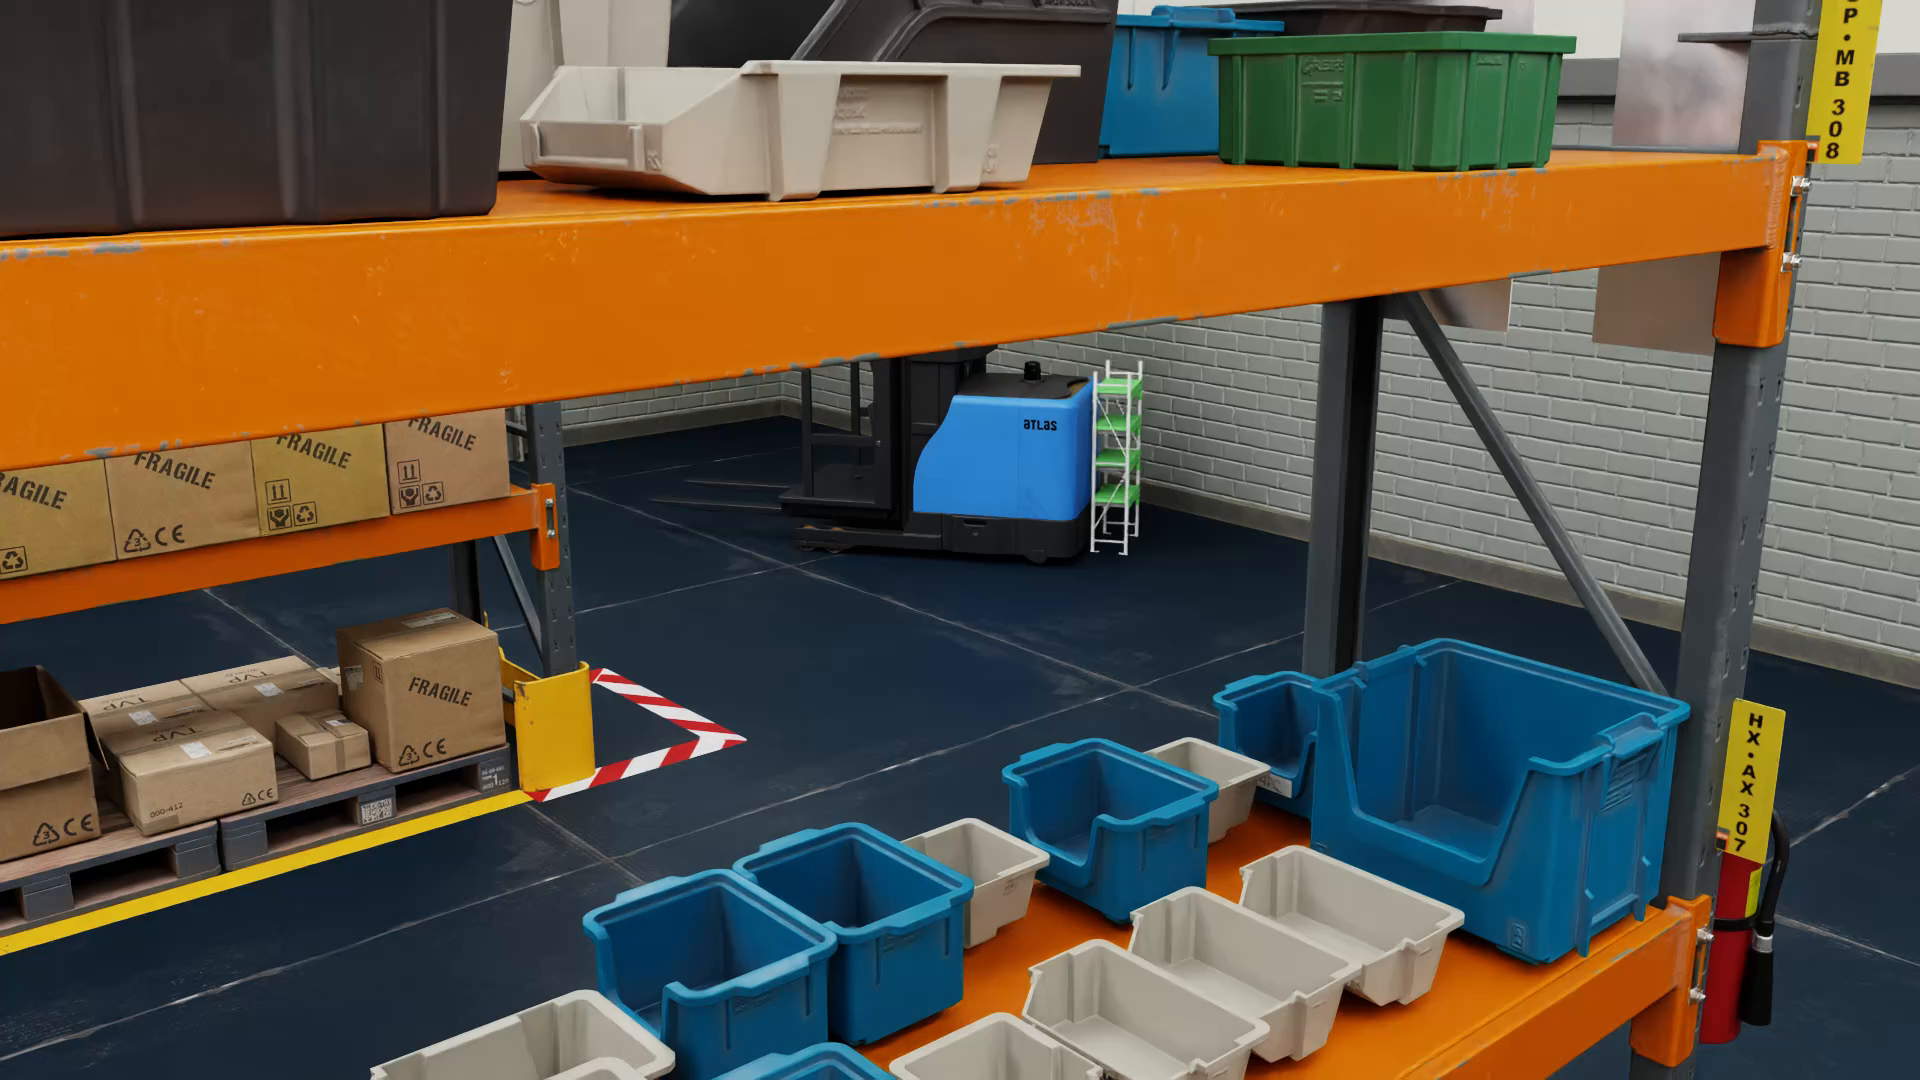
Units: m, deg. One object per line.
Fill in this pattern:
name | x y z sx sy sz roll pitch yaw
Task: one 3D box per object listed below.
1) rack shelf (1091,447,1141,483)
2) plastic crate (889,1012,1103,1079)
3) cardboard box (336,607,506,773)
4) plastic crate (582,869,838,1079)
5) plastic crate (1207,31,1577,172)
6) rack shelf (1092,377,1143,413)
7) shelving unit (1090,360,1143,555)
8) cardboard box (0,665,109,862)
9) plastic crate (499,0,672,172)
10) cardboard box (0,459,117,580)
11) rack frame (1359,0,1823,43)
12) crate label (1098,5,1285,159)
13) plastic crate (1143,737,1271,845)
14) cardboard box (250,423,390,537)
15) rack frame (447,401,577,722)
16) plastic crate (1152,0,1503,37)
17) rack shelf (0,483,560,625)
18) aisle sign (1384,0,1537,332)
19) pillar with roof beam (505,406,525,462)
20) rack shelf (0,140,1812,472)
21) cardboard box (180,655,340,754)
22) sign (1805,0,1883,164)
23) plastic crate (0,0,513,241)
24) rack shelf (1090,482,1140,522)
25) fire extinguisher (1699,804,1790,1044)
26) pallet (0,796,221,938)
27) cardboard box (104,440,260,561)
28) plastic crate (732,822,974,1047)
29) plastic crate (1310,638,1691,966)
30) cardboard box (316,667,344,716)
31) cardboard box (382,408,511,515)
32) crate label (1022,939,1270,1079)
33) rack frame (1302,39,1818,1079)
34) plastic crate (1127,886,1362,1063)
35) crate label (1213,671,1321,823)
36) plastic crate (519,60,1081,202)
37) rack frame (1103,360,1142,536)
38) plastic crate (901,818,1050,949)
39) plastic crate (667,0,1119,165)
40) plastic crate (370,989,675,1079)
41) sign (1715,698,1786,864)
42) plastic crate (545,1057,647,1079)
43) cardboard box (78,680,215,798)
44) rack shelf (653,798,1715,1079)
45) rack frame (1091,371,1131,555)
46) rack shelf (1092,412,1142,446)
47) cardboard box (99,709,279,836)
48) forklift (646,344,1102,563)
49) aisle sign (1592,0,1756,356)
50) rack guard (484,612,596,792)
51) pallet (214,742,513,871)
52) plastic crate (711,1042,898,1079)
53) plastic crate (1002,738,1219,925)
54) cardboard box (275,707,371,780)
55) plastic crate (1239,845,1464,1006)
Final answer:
rack shelf | 1.036 -0.490 11.004 0.258 0.148 0.480 4 15 14
plastic crate | 0.073 0.880 2.539 0.250 0.136 0.298 -13 19 -39
cardboard box | -2.295 0.626 7.085 0.500 0.500 0.500 -13 19 -39
plastic crate | -0.419 0.759 2.802 0.300 0.233 0.416 -13 19 -39
plastic crate | 0.646 -0.668 2.537 0.336 0.188 0.450 -13 19 -39
rack shelf | 1.034 -0.954 10.881 0.258 0.148 0.480 4 15 14
shelving unit | 1.035 -0.552 10.988 0.258 1.200 0.503 4 15 14
cardboard box | -3.650 0.843 6.267 0.637 0.503 0.797 -13 19 -39
plastic crate | -0.672 -0.621 2.178 0.530 0.282 0.437 -13 19 -39
cardboard box | -3.355 -0.171 5.884 0.500 0.500 0.500 -13 20 -40
rack frame | 1.203 -2.442 2.956 0.127 3.000 1.000 -13 19 -39
crate label | 0.294 -0.828 3.013 0.502 0.251 0.408 -13 19 -39
plastic crate | 0.504 0.570 3.697 0.298 0.136 0.250 -13 19 -39
cardboard box | -2.594 -0.340 6.516 0.500 0.500 0.500 -12 19 -39
rack frame | -2.046 -0.509 7.343 0.127 3.000 1.000 -13 19 -39
plastic crate | 0.729 -0.919 3.319 0.590 0.269 0.497 -13 19 -39
rack shelf | -3.555 0.177 6.168 4.000 0.370 1.077 -13 19 -39
aisle sign | 1.062 -0.870 3.657 0.004 0.787 0.394 -13 19 -39
pillar with roof beam | -1.006 -4.159 9.382 0.400 9.000 9.100 -13 19 -39
rack shelf | -0.306 -0.307 2.168 4.000 0.370 1.077 -13 19 -39
cardboard box | -3.020 0.728 7.186 0.500 0.250 0.500 -13 19 -39
sign | 1.576 -0.838 2.966 0.005 0.325 0.100 -13 19 -39
plastic crate | -0.698 -0.410 1.412 0.590 0.269 0.497 -13 19 -39
rack shelf | 1.037 -0.258 11.066 0.258 0.148 0.480 4 15 14
fire extinguisher | 1.615 0.736 3.553 0.183 0.674 0.296 -13 19 -39
pallet | -3.624 1.192 6.379 1.213 0.211 1.003 -13 19 -39
cardboard box | -2.974 -0.256 6.204 0.500 0.500 0.500 -12 19 -39
plastic crate | -0.193 0.709 2.993 0.300 0.233 0.416 -13 19 -39
plastic crate | 1.073 0.503 3.370 0.499 0.435 0.616 -13 19 -39
cardboard box | -2.776 0.694 7.478 0.250 0.166 0.380 -13 19 -39
cardboard box | -2.205 -0.428 6.848 0.500 0.500 0.500 -12 19 -38
crate label | 0.284 0.826 2.740 0.243 0.136 0.396 -13 19 -39
rack frame | 1.203 0.456 3.731 0.127 3.000 1.000 -13 19 -39
plastic crate | 0.478 0.774 2.935 0.243 0.136 0.396 -13 19 -39
crate label | 0.800 0.486 3.828 0.303 0.233 0.416 -13 19 -39
plastic crate | -0.193 -0.468 1.886 0.530 0.136 0.437 -13 19 -39
rack frame | 1.096 -0.613 11.216 0.240 1.200 0.015 4 15 14
plastic crate | -0.008 0.685 3.267 0.298 0.136 0.250 -13 19 -39
plastic crate | -0.130 -0.758 2.583 0.767 0.338 0.504 -13 19 -39
plastic crate | -0.699 0.878 2.544 0.466 0.136 0.293 -13 19 -39
sign | 1.576 0.481 3.319 0.005 0.325 0.100 -13 19 -39
plastic crate | -0.542 0.939 2.036 0.530 0.282 0.437 -13 19 -39
cardboard box | -3.397 0.813 6.869 0.500 0.250 0.500 -13 19 -39
rack shelf | -0.306 1.142 2.555 4.000 0.370 1.077 -13 19 -39
rack frame | 0.975 -0.491 10.759 0.240 1.200 0.015 4 15 14
rack shelf | 1.035 -0.722 10.942 0.258 0.148 0.480 4 15 14
cardboard box | -3.031 0.902 6.536 0.500 0.250 0.500 -13 19 -39
forklift | -0.608 -1.458 11.027 3.031 2.935 1.130 4 15 14
aisle sign | 1.449 -0.755 3.227 0.004 0.787 0.394 -13 19 -39
rack guard | -2.104 0.712 7.618 0.348 0.500 1.175 -13 19 -39
pallet | -2.704 0.986 7.149 1.213 0.211 1.003 -13 19 -39
plastic crate | -0.178 0.906 2.255 0.300 0.233 0.416 -13 19 -39
plastic crate | 0.304 0.597 3.410 0.300 0.233 0.416 -13 19 -39
cardboard box | -2.659 0.838 6.936 0.250 0.166 0.380 -13 19 -39
plastic crate | 0.706 0.728 3.108 0.243 0.136 0.396 -13 19 -39
